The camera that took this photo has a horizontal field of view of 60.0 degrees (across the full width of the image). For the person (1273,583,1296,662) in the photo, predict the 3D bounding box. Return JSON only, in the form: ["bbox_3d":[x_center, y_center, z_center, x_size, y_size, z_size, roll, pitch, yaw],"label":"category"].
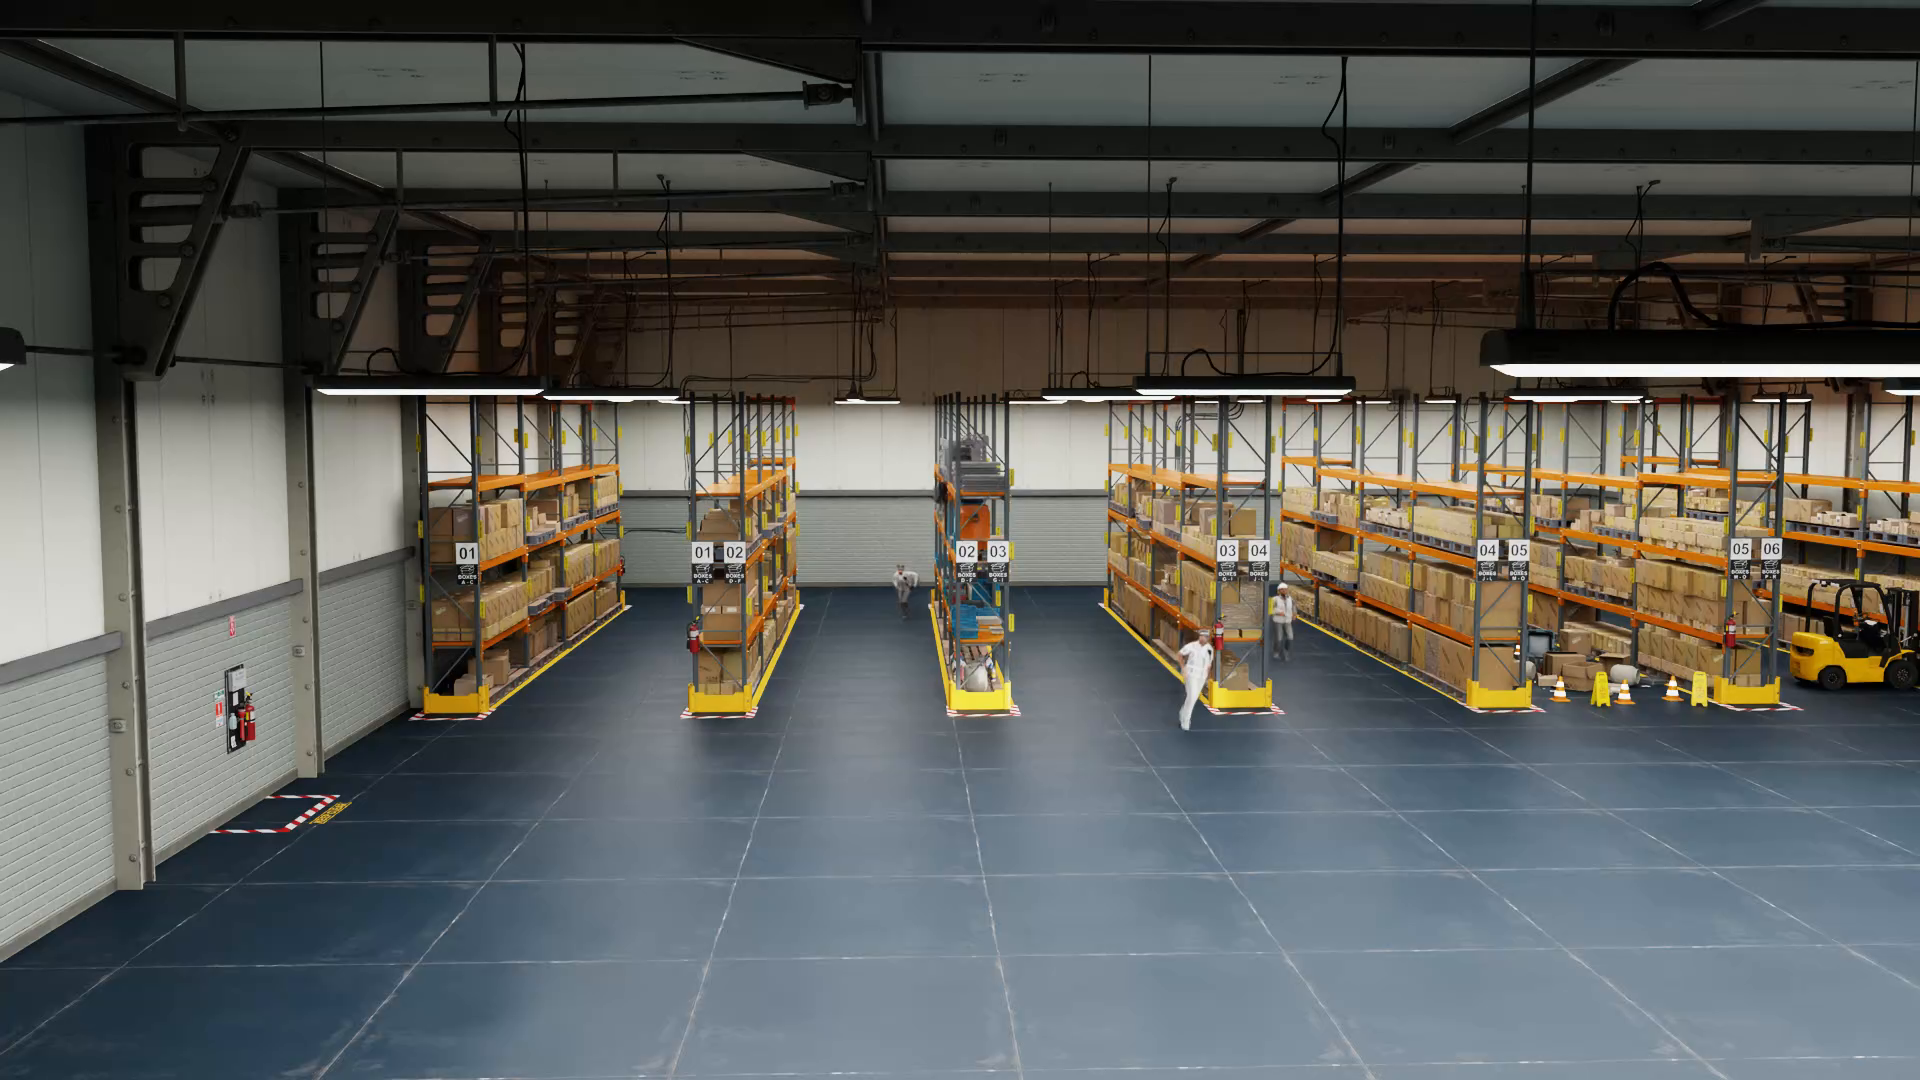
[{"bbox_3d":[7.280,1.867,37.364,0.693,1.813,0.706,-1,5,-11],"label":"person"}]

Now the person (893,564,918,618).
[{"bbox_3d":[-1.471,1.386,44.778,0.638,1.501,0.838,2,5,19],"label":"person"}]

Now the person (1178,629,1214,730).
[{"bbox_3d":[4.213,2.479,29.856,0.775,1.783,0.648,-2,5,-27],"label":"person"}]
